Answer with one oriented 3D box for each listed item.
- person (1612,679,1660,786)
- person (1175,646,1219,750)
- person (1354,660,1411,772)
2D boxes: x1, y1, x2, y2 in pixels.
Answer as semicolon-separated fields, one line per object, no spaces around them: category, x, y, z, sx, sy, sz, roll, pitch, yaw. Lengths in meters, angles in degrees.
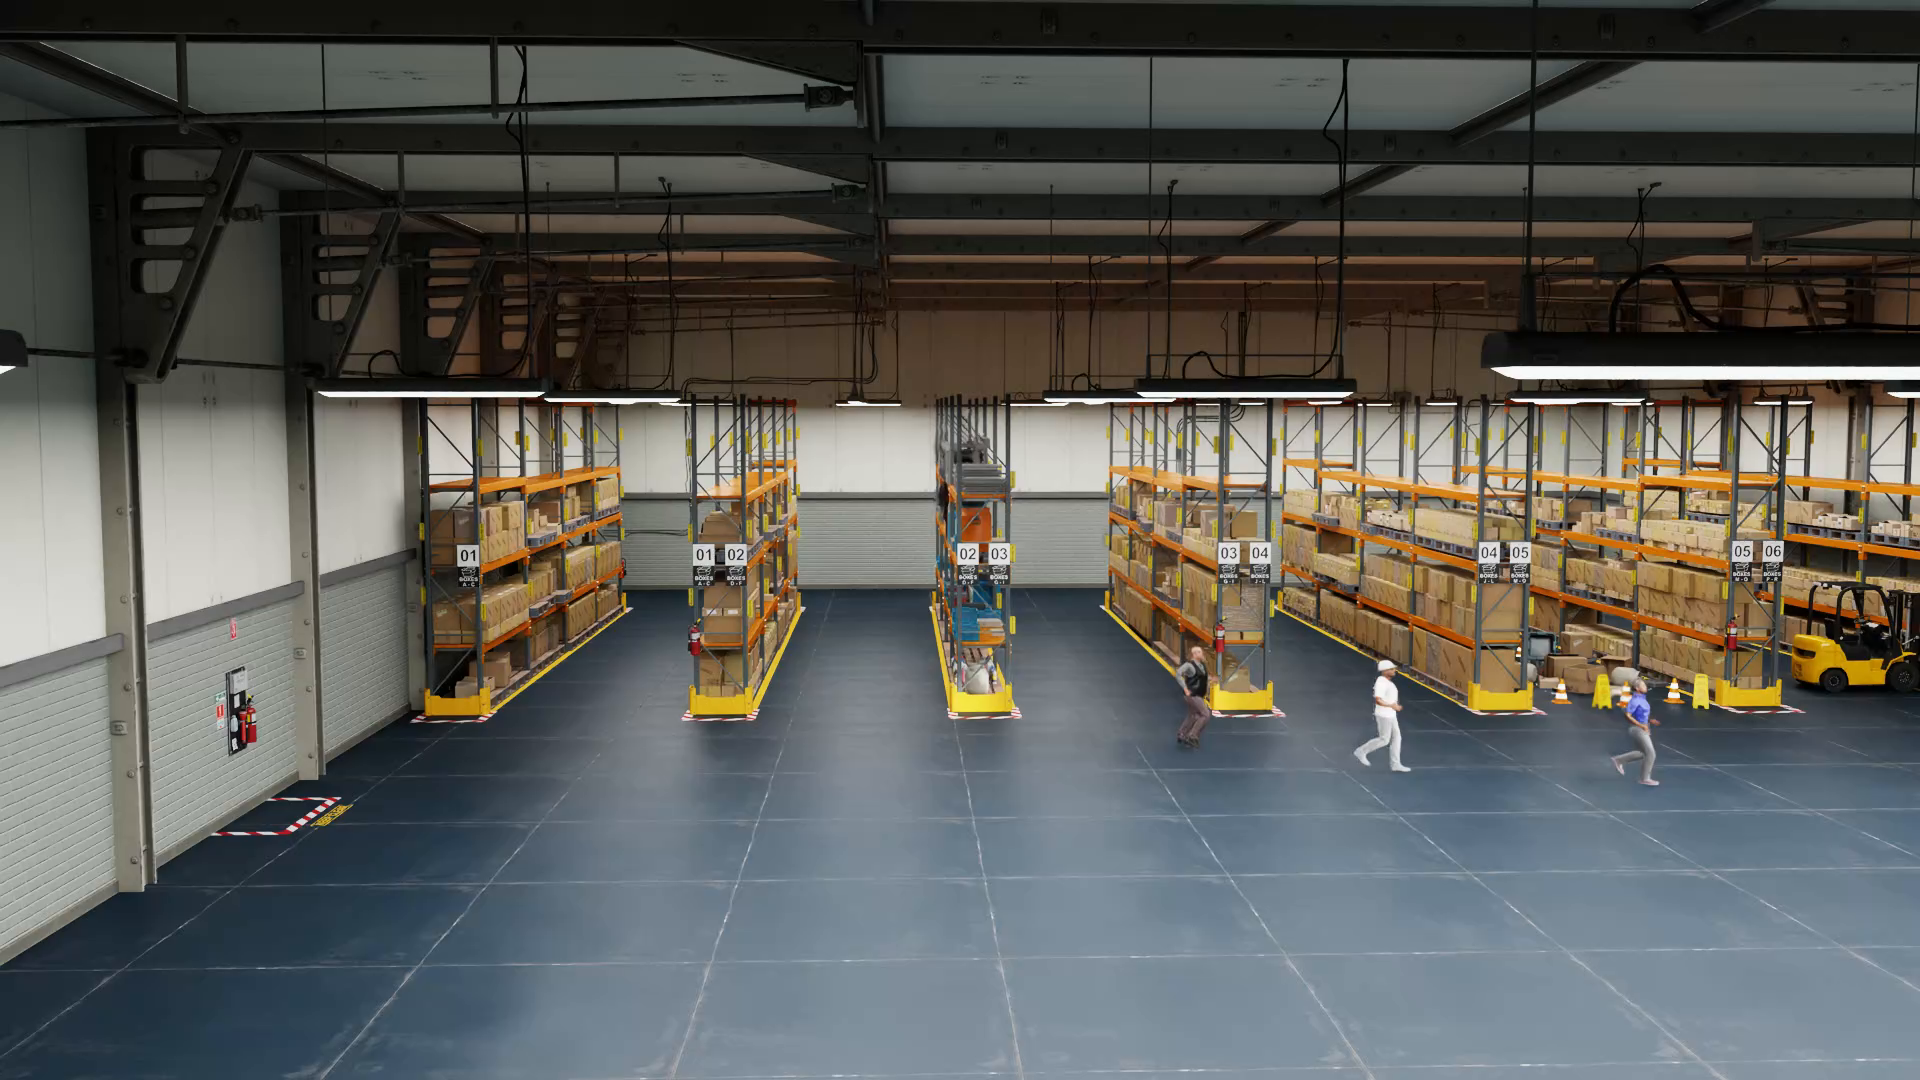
person;10.336;2.919;25.393;0.681;1.608;0.581;3;5;32
person;4.005;2.672;28.103;0.730;1.756;0.628;3;5;31
person;6.685;2.763;26.228;0.879;1.750;0.714;2;5;23
